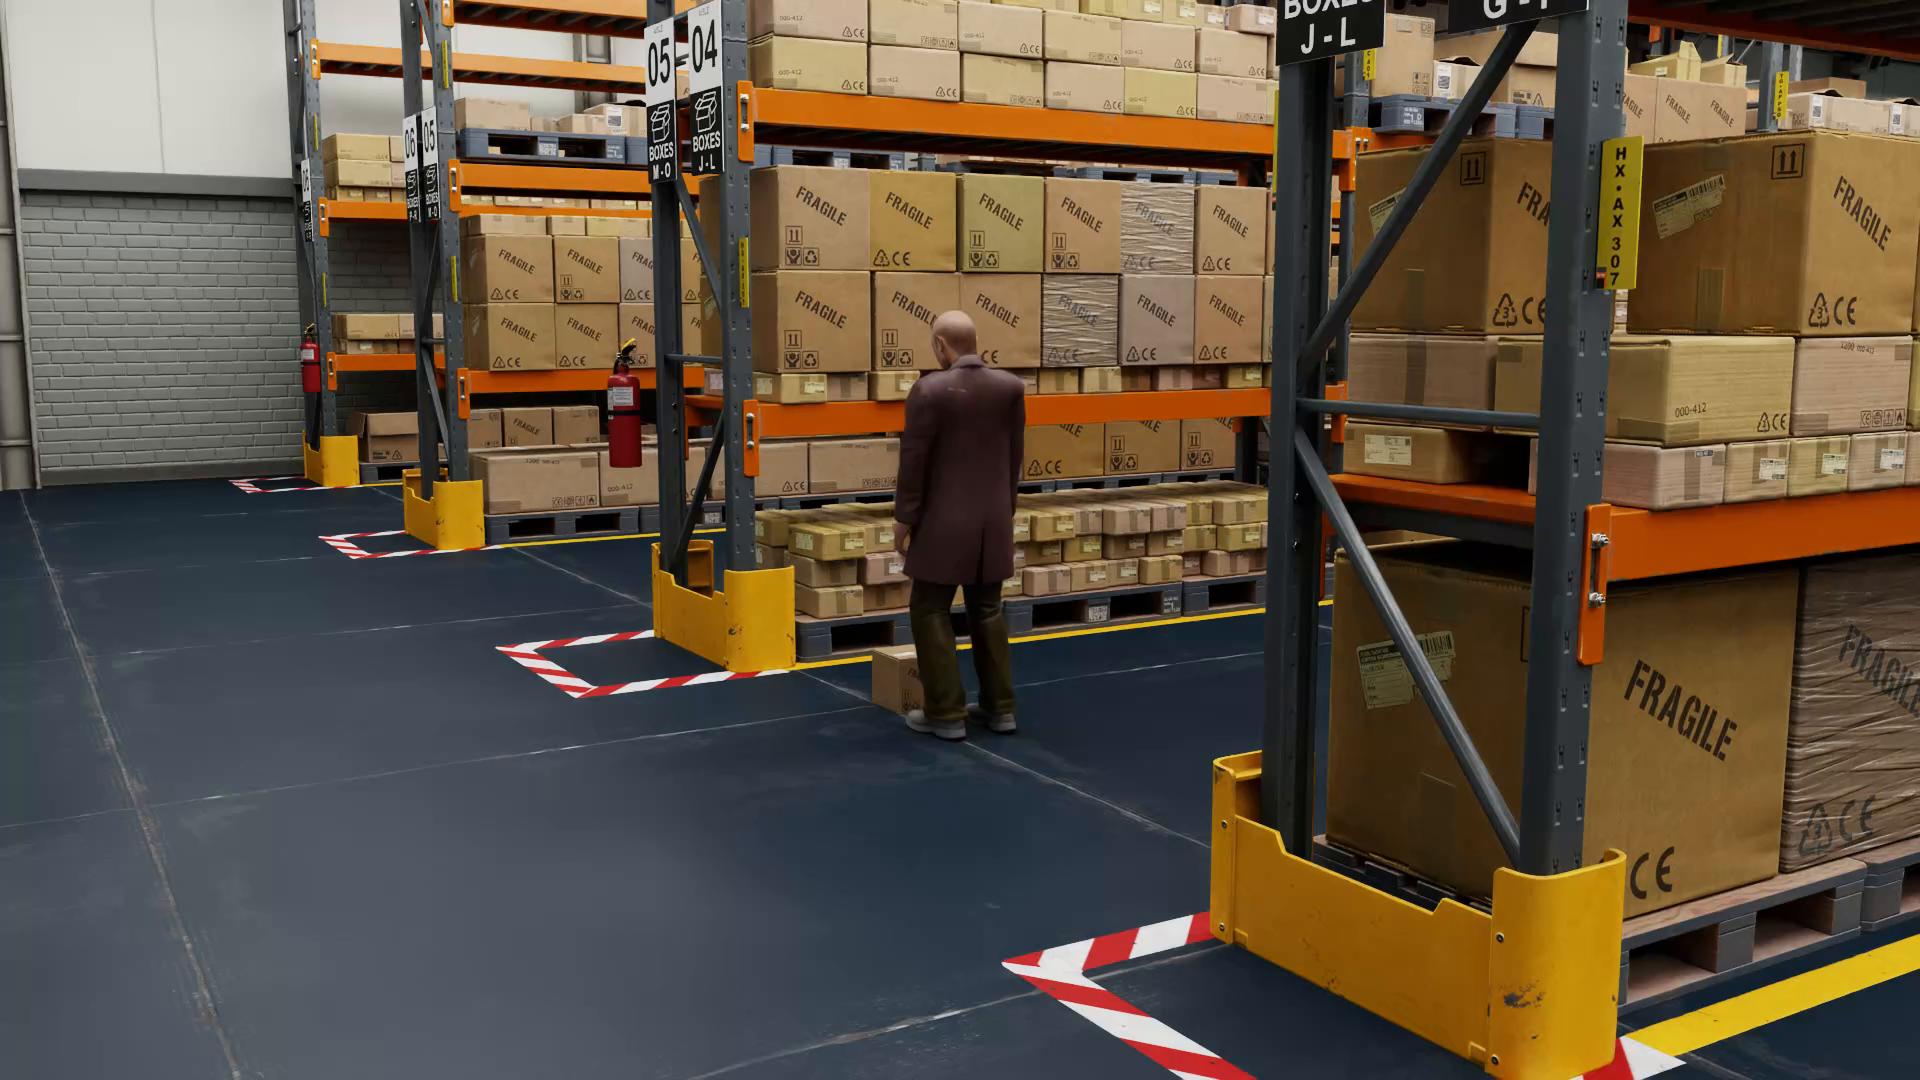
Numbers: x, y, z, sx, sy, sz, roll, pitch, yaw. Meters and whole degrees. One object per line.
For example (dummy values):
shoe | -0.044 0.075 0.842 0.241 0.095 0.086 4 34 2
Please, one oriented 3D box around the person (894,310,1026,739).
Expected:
person | -0.014 -0.063 6.919 0.569 1.762 0.381 -5 9 -30
